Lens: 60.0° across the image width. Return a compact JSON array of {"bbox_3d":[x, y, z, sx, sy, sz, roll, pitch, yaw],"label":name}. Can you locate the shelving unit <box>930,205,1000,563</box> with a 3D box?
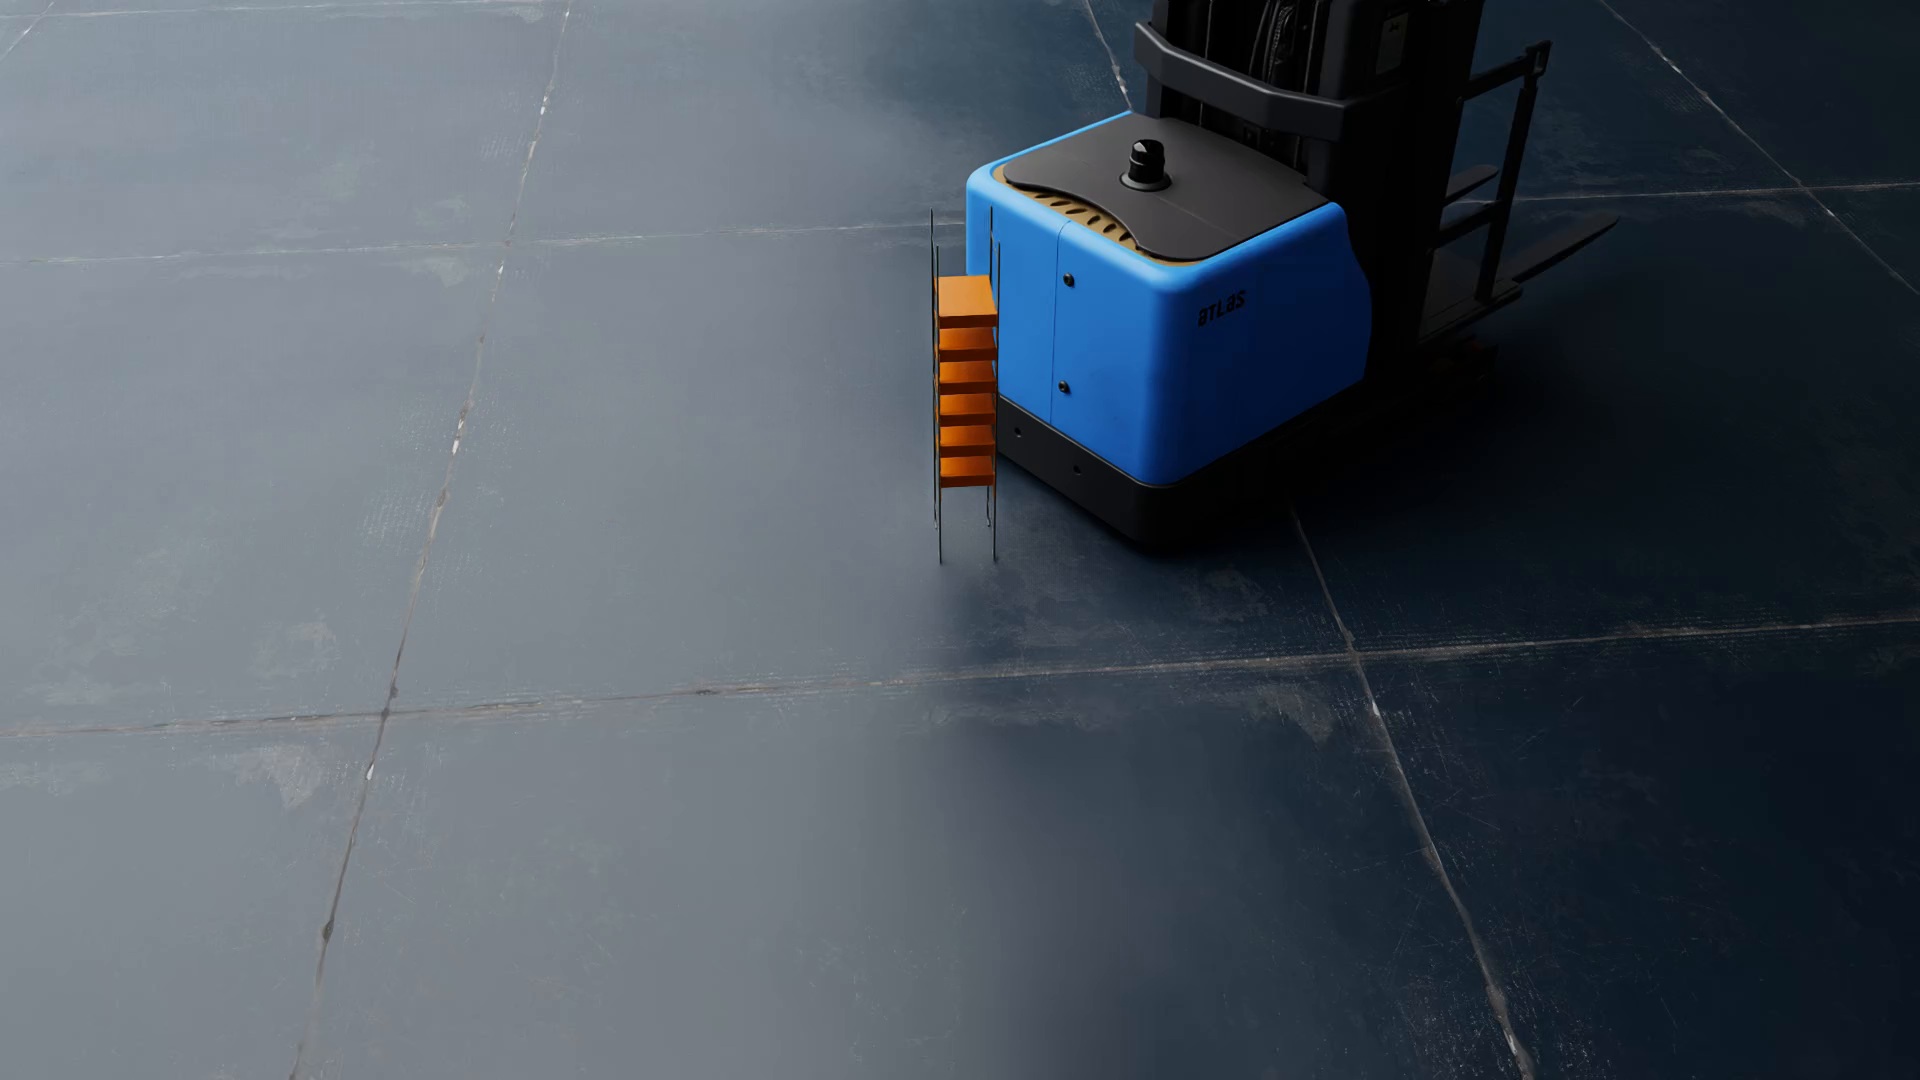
[{"bbox_3d":[0.014,-0.472,5.349,0.189,1.200,0.258,-3,38,-4],"label":"shelving unit"}]

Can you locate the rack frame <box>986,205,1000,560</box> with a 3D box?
[{"bbox_3d":[0.106,-0.477,5.355,0.006,1.200,0.240,-3,38,-4],"label":"rack frame"}]

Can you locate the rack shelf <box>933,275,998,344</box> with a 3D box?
[{"bbox_3d":[0.014,-0.720,5.154,0.180,0.103,0.258,-3,38,-4],"label":"rack shelf"}]

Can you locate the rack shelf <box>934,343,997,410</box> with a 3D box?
[{"bbox_3d":[0.014,-0.531,5.302,0.180,0.103,0.258,-3,38,-4],"label":"rack shelf"}]

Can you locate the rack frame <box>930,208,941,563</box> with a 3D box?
[{"bbox_3d":[-0.077,-0.467,5.343,0.006,1.200,0.240,-3,38,-4],"label":"rack frame"}]

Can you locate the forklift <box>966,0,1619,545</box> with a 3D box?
[{"bbox_3d":[1.455,-1.905,5.768,3.031,2.935,1.130,-28,46,-31],"label":"forklift"}]

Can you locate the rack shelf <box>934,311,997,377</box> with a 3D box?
[{"bbox_3d":[0.014,-0.625,5.228,0.180,0.103,0.258,-3,38,-4],"label":"rack shelf"}]

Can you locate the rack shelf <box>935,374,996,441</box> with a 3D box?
[{"bbox_3d":[0.014,-0.437,5.377,0.180,0.103,0.258,-3,38,-4],"label":"rack shelf"}]

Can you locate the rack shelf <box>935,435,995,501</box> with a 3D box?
[{"bbox_3d":[0.014,-0.249,5.525,0.180,0.103,0.258,-3,38,-4],"label":"rack shelf"}]

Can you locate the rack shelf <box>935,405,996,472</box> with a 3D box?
[{"bbox_3d":[0.014,-0.343,5.451,0.180,0.103,0.258,-3,38,-4],"label":"rack shelf"}]
